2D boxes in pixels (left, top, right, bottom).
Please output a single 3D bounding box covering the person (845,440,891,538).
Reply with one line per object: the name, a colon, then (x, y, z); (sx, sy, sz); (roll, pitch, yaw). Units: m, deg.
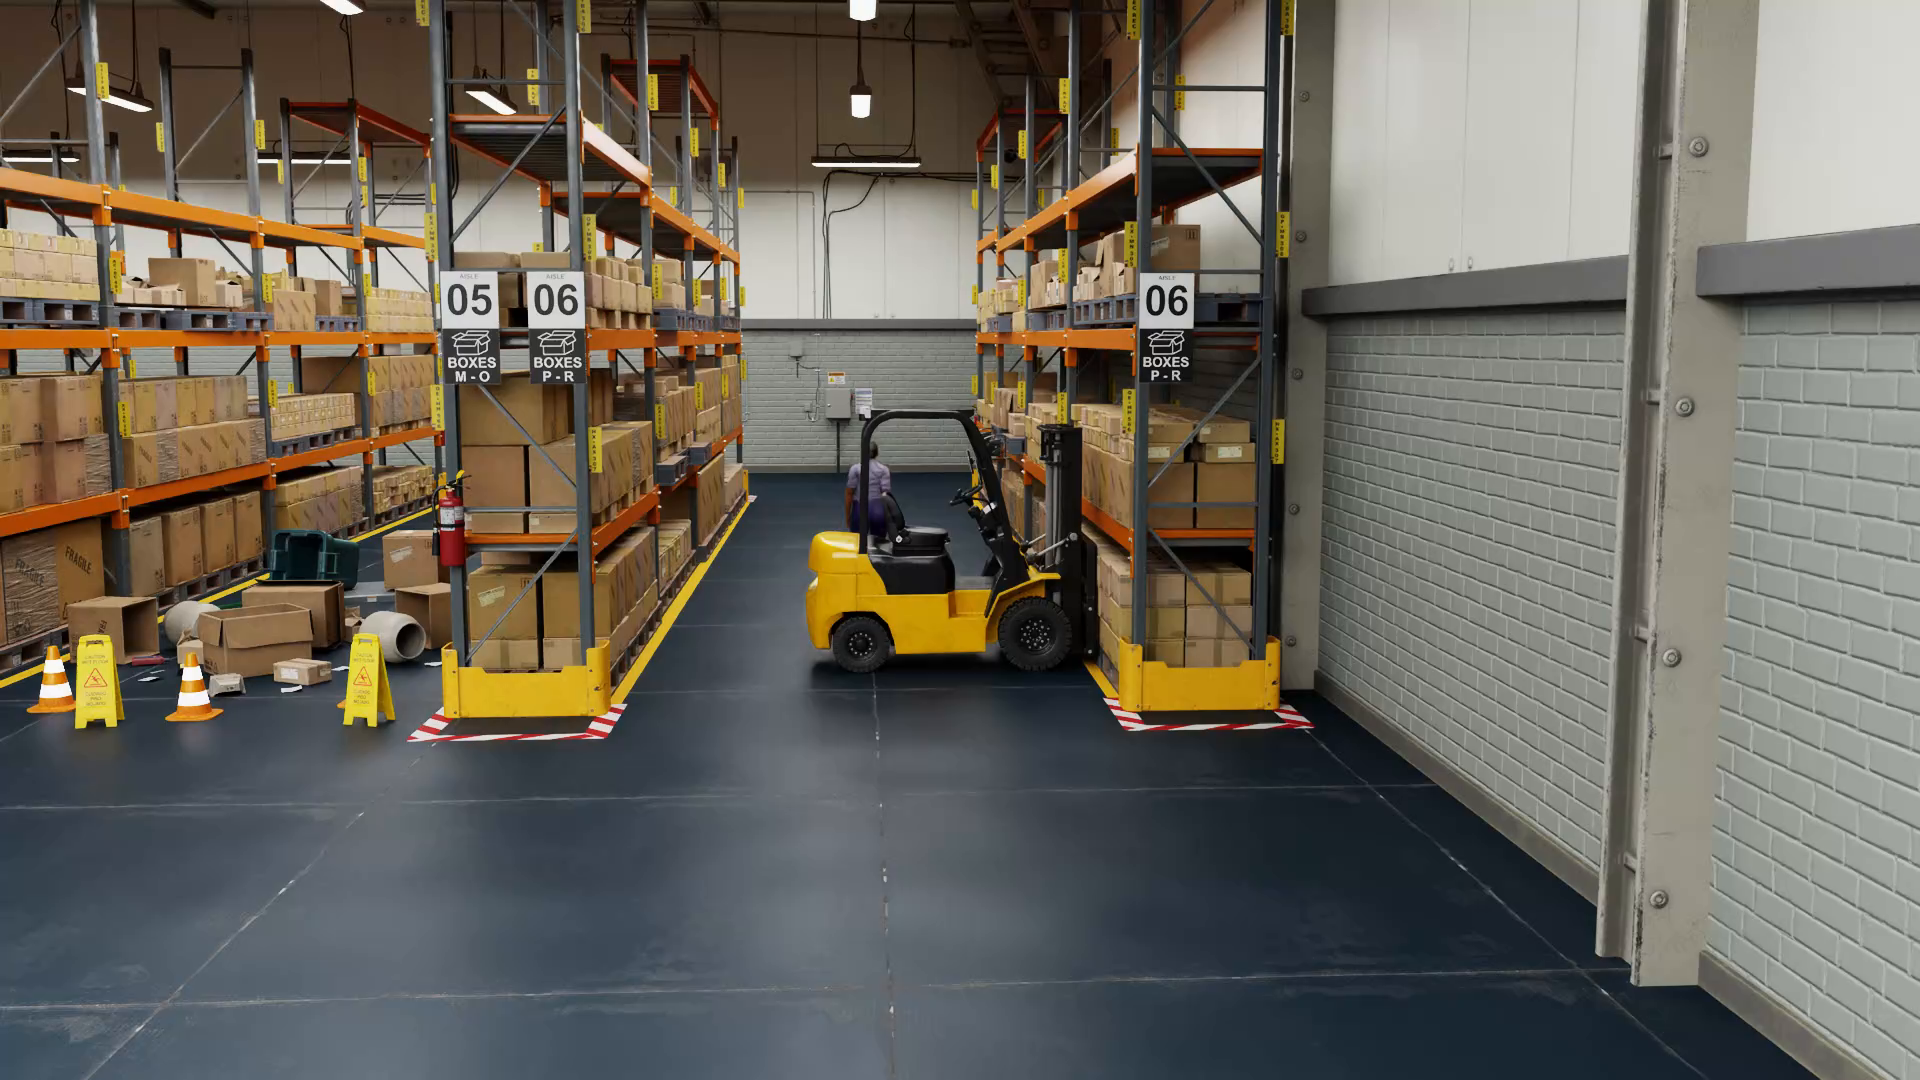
person: (-0.971, -0.244, 17.692); (0.484, 1.628, 0.683); (-1, 7, -12)
